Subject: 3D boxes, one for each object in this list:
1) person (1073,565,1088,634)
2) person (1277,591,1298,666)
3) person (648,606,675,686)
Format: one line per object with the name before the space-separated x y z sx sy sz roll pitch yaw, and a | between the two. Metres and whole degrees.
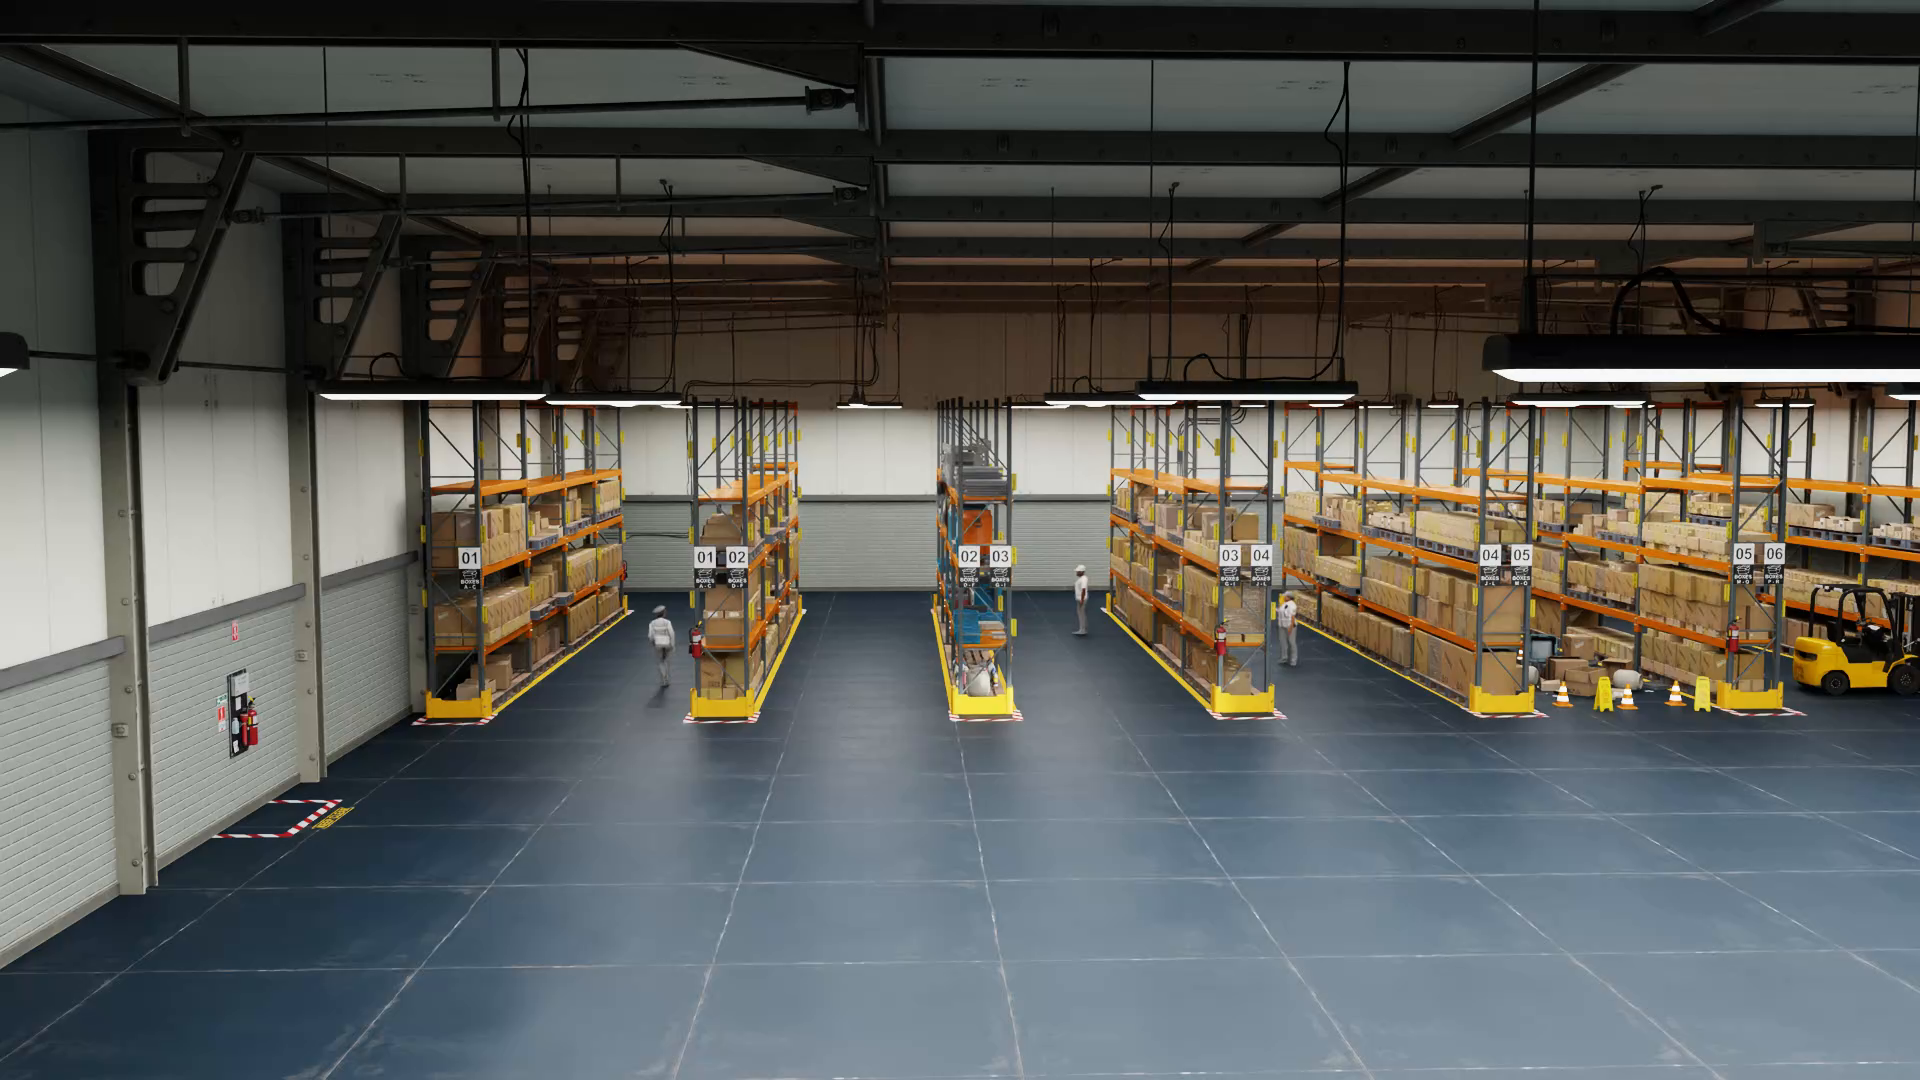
person | 3.084 1.533 42.724 0.387 1.774 0.655 0 4 -3
person | 7.436 1.998 37.705 0.430 1.698 0.531 -4 6 -39
person | -6.276 2.240 34.791 0.461 1.733 0.616 -3 5 -36
